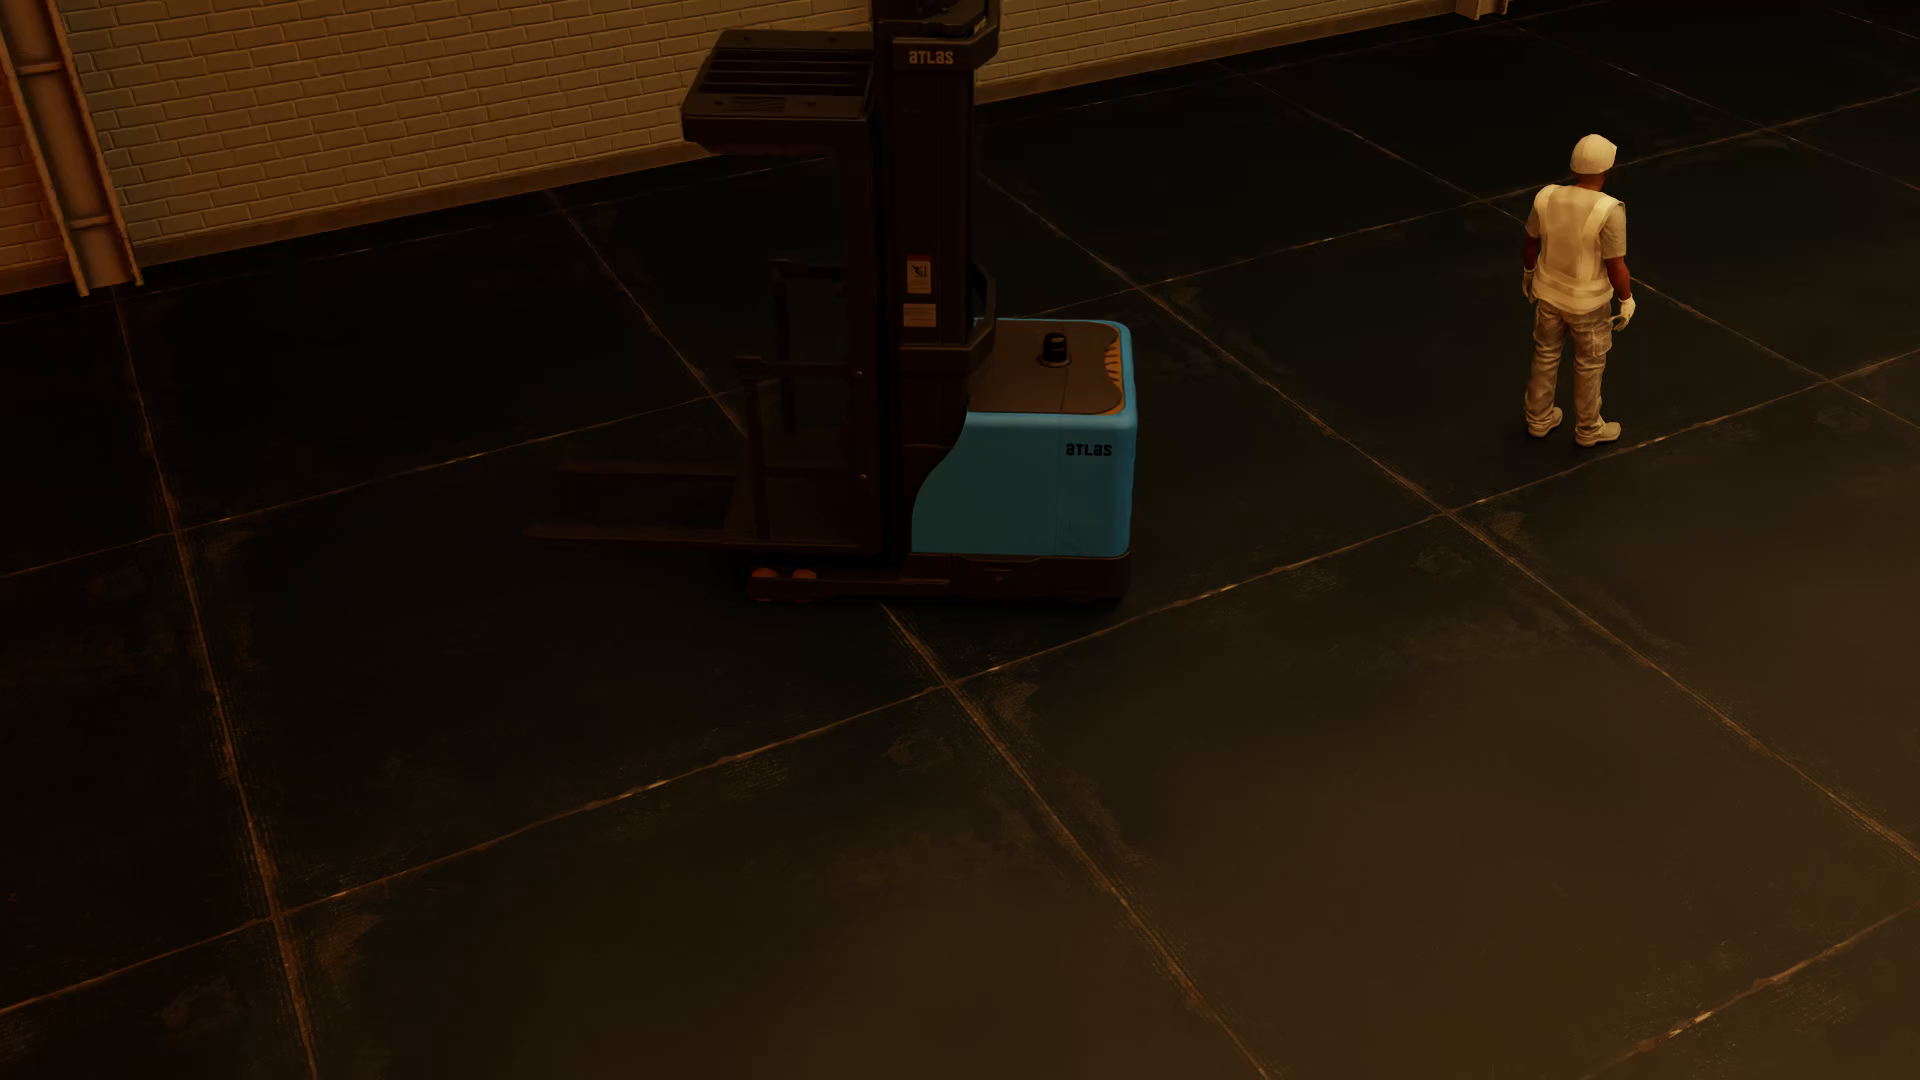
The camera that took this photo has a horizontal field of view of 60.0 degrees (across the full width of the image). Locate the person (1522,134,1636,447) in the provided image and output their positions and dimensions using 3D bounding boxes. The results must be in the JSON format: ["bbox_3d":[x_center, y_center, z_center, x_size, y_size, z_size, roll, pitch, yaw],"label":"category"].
[{"bbox_3d":[3.375,-1.361,9.030,0.576,1.784,0.657,-25,42,-31],"label":"person"}]

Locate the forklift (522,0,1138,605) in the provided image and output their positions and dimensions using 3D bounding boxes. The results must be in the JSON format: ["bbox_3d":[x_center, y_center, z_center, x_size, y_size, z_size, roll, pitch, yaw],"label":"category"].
[{"bbox_3d":[-0.664,-1.190,7.807,3.031,2.935,1.130,2,35,2],"label":"forklift"}]
